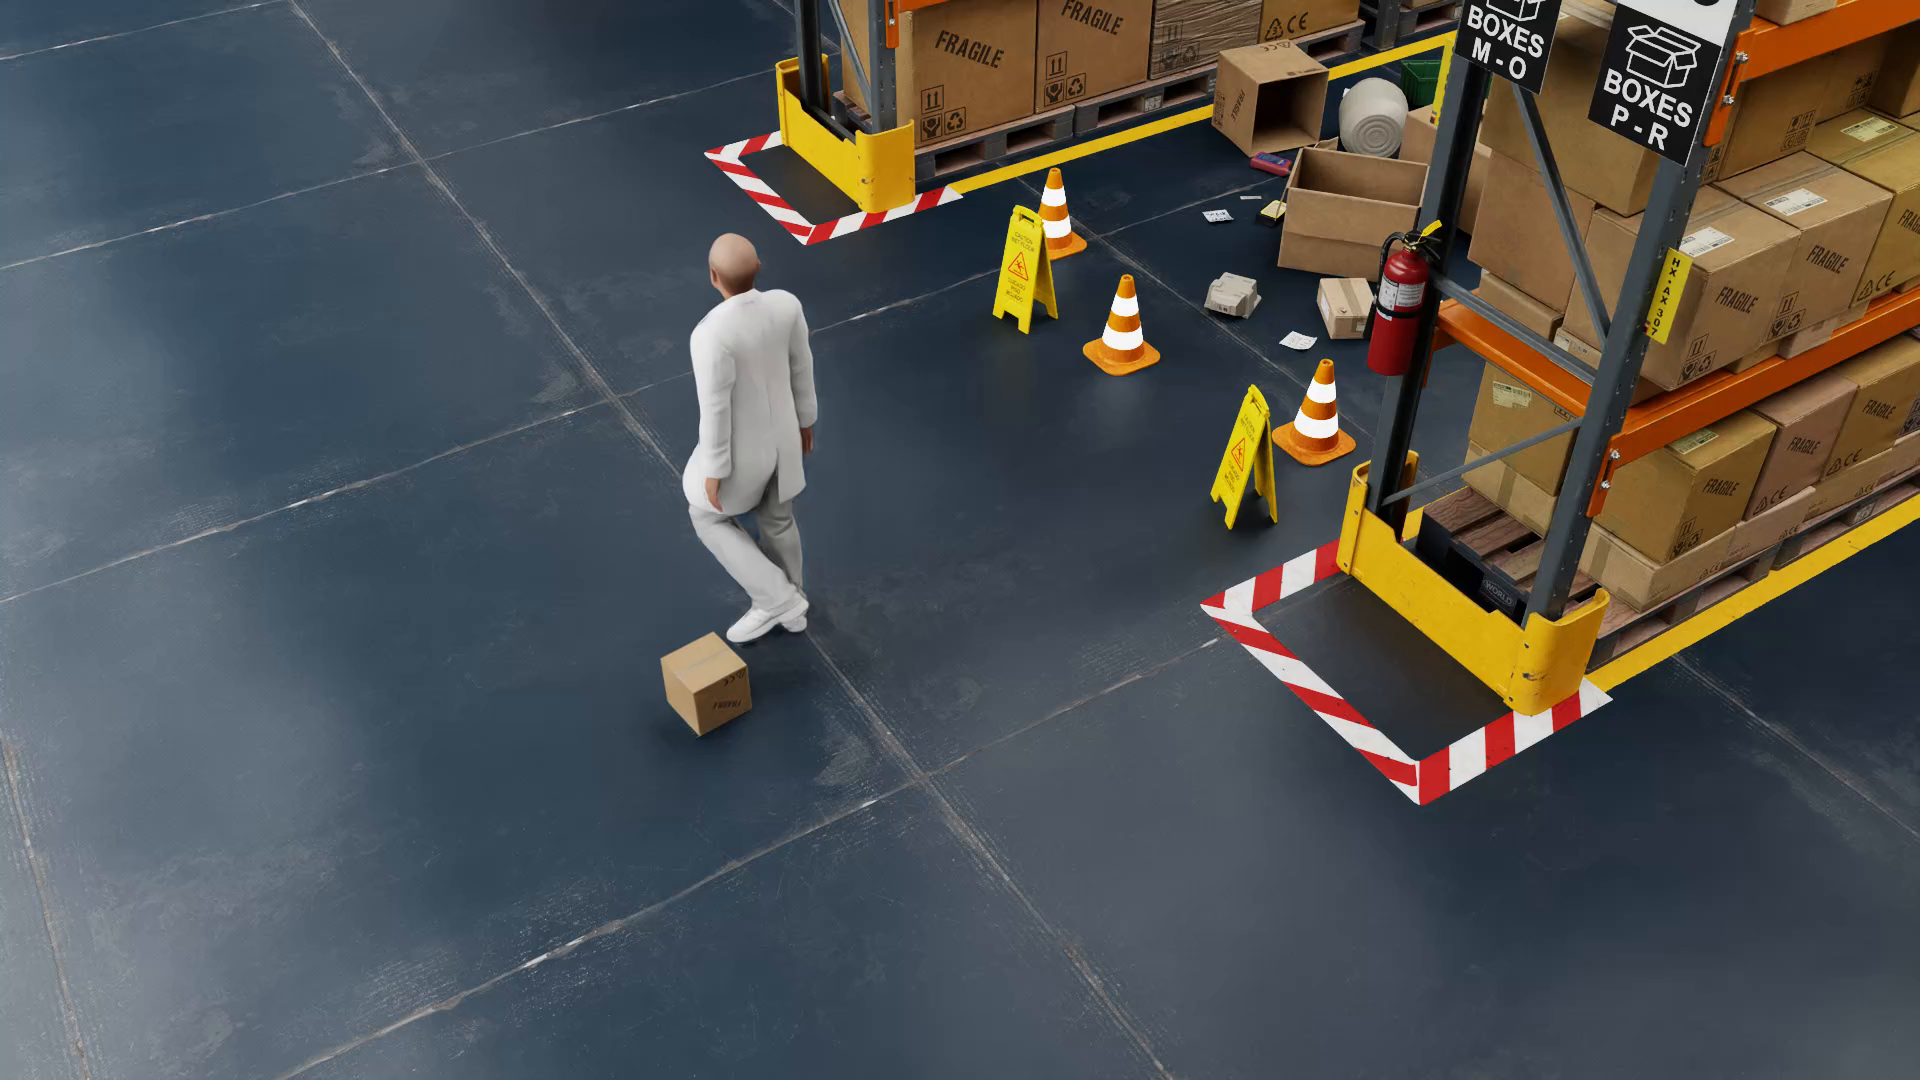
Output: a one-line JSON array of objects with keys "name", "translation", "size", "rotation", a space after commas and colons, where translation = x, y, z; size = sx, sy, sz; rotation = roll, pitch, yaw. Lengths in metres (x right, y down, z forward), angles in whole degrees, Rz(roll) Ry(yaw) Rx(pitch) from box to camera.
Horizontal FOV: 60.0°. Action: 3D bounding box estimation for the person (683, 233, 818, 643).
[{"name": "person", "translation": [-0.790, -0.322, 6.618], "size": [0.554, 1.661, 0.625], "rotation": [31, 49, 31]}]
